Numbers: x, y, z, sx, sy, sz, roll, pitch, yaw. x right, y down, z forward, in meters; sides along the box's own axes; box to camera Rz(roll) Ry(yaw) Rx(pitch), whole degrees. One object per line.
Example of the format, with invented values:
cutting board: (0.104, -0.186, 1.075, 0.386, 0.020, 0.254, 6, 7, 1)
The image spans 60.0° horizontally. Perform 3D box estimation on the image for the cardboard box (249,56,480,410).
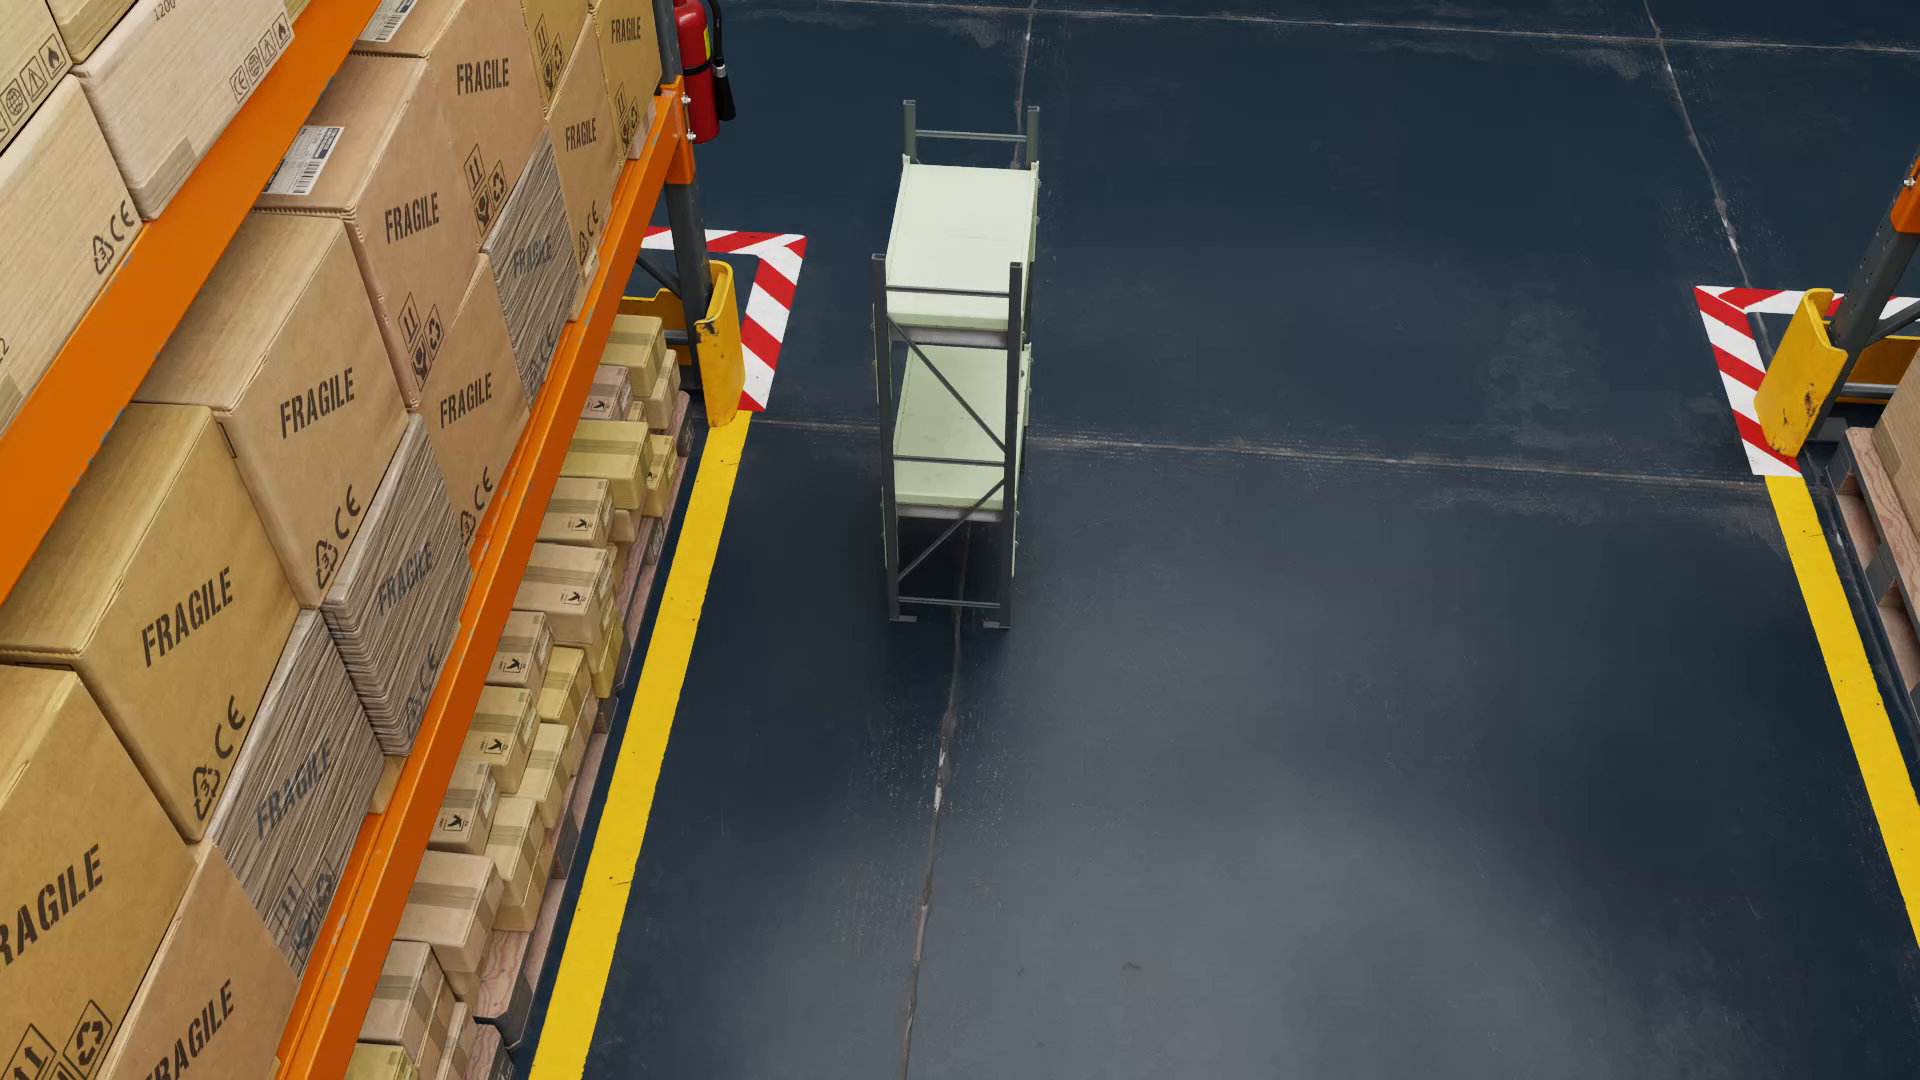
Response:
cardboard box: (-1.324, -0.620, 3.338, 0.500, 0.500, 0.500, 2, 48, 2)

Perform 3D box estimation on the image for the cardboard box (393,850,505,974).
cardboard box: (-1.363, 0.912, 4.128, 0.380, 0.149, 0.250, 5, 48, 4)

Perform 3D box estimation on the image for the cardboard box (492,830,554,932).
cardboard box: (-1.334, 0.912, 4.531, 0.380, 0.149, 0.250, 3, 48, 2)

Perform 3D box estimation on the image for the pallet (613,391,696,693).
pallet: (-1.516, -0.054, 5.657, 1.003, 0.211, 1.213, 4, 48, 4)

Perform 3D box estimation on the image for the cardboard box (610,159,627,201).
cardboard box: (-1.209, -1.122, 4.914, 0.380, 0.149, 0.250, 4, 48, 3)

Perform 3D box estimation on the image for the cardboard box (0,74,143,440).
cardboard box: (-1.423, -0.359, 2.115, 0.500, 0.250, 0.500, 3, 48, 3)

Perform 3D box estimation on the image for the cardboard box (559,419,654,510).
cardboard box: (-1.173, -0.240, 5.181, 0.380, 0.149, 0.250, 3, 48, 3)

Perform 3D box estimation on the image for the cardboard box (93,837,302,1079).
cardboard box: (-1.469, 0.812, 2.705, 0.500, 0.500, 0.500, 3, 48, 3)

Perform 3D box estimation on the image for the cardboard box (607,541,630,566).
cardboard box: (-1.273, -0.040, 5.402, 0.380, 0.149, 0.250, 4, 48, 3)

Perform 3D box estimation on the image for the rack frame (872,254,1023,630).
rack frame: (-0.034, -0.232, 4.946, 0.400, 1.500, 0.023, 4, 48, 4)

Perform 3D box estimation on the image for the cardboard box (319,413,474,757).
cardboard box: (-1.349, 0.081, 3.374, 0.500, 0.500, 0.500, 3, 48, 3)

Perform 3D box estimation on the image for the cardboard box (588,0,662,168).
cardboard box: (-1.185, -1.432, 4.758, 0.500, 0.500, 0.500, 5, 48, 4)

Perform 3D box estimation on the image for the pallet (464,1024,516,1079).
pallet: (-1.739, 1.739, 4.017, 1.003, 0.211, 1.213, 4, 48, 4)

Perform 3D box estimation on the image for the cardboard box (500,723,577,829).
cardboard box: (-1.283, 0.636, 4.581, 0.380, 0.149, 0.250, 4, 48, 4)

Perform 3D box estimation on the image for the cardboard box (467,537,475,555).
cardboard box: (-1.363, 0.021, 3.868, 0.380, 0.149, 0.250, 5, 48, 5)

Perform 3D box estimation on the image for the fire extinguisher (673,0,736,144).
fire extinguisher: (-0.918, -1.648, 5.530, 0.296, 0.674, 0.183, 4, 48, 4)

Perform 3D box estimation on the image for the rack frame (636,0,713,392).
rack frame: (-1.400, -1.646, 5.222, 1.000, 3.000, 0.127, 4, 48, 4)

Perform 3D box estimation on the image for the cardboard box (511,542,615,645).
cardboard box: (-1.229, 0.147, 4.827, 0.380, 0.149, 0.250, 5, 48, 5)

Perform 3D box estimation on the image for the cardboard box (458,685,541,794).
cardboard box: (-1.359, 0.527, 4.479, 0.380, 0.149, 0.250, 4, 48, 4)

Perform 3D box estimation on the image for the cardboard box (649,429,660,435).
cardboard box: (-1.241, -0.425, 5.753, 0.380, 0.149, 0.250, 5, 48, 4)

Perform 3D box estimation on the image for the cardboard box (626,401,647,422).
cardboard box: (-1.242, -0.330, 5.465, 0.380, 0.149, 0.250, 3, 48, 3)

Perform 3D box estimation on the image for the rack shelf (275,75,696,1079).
rack shelf: (-1.583, 0.067, 4.144, 1.077, 0.370, 4.000, 4, 48, 4)

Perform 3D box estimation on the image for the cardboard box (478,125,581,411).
cardboard box: (-1.274, -0.681, 4.071, 0.500, 0.500, 0.500, 4, 48, 4)

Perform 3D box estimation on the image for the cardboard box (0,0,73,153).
cardboard box: (-1.432, -0.540, 1.942, 0.500, 0.250, 0.500, 4, 48, 3)

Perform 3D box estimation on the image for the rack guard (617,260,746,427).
rack guard: (-1.407, -0.746, 6.094, 1.175, 0.500, 0.348, 4, 48, 4)

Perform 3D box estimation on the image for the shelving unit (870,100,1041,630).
shelving unit: (-0.001, -0.501, 5.192, 0.431, 1.500, 0.755, 4, 48, 4)

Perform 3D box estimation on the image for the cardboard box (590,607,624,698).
cardboard box: (-1.243, 0.334, 5.060, 0.380, 0.149, 0.250, 2, 48, 2)

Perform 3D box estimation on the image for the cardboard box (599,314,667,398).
cardboard box: (-1.196, -0.620, 5.529, 0.380, 0.149, 0.250, 4, 48, 4)

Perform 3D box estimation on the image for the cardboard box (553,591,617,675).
cardboard box: (-1.244, 0.245, 4.939, 0.380, 0.149, 0.250, 5, 48, 4)

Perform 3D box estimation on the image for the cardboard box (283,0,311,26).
cardboard box: (-1.305, -1.124, 2.815, 0.500, 0.250, 0.500, 6, 48, 5)

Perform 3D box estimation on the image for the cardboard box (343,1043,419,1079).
cardboard box: (-1.469, 1.286, 3.785, 0.380, 0.149, 0.250, 3, 48, 3)

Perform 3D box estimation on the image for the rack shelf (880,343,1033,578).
rack shelf: (-0.001, -0.281, 5.433, 0.431, 0.370, 0.720, 4, 48, 4)

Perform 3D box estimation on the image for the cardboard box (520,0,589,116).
cardboard box: (-1.240, -1.392, 4.043, 0.500, 0.500, 0.500, 2, 48, 2)

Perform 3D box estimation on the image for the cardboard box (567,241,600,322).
cardboard box: (-1.216, -0.748, 4.571, 0.380, 0.149, 0.250, 5, 48, 5)

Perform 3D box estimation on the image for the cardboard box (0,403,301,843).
cardboard box: (-1.449, 0.125, 2.656, 0.500, 0.500, 0.500, 3, 48, 2)

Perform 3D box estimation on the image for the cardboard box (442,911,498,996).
cardboard box: (-1.417, 0.997, 4.252, 0.380, 0.149, 0.250, 6, 48, 5)

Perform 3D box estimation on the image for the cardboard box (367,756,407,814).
cardboard box: (-1.373, 0.418, 3.505, 0.380, 0.149, 0.250, 5, 48, 4)

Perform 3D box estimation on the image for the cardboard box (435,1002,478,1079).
cardboard box: (-1.443, 1.296, 4.179, 0.380, 0.149, 0.250, 3, 48, 3)
